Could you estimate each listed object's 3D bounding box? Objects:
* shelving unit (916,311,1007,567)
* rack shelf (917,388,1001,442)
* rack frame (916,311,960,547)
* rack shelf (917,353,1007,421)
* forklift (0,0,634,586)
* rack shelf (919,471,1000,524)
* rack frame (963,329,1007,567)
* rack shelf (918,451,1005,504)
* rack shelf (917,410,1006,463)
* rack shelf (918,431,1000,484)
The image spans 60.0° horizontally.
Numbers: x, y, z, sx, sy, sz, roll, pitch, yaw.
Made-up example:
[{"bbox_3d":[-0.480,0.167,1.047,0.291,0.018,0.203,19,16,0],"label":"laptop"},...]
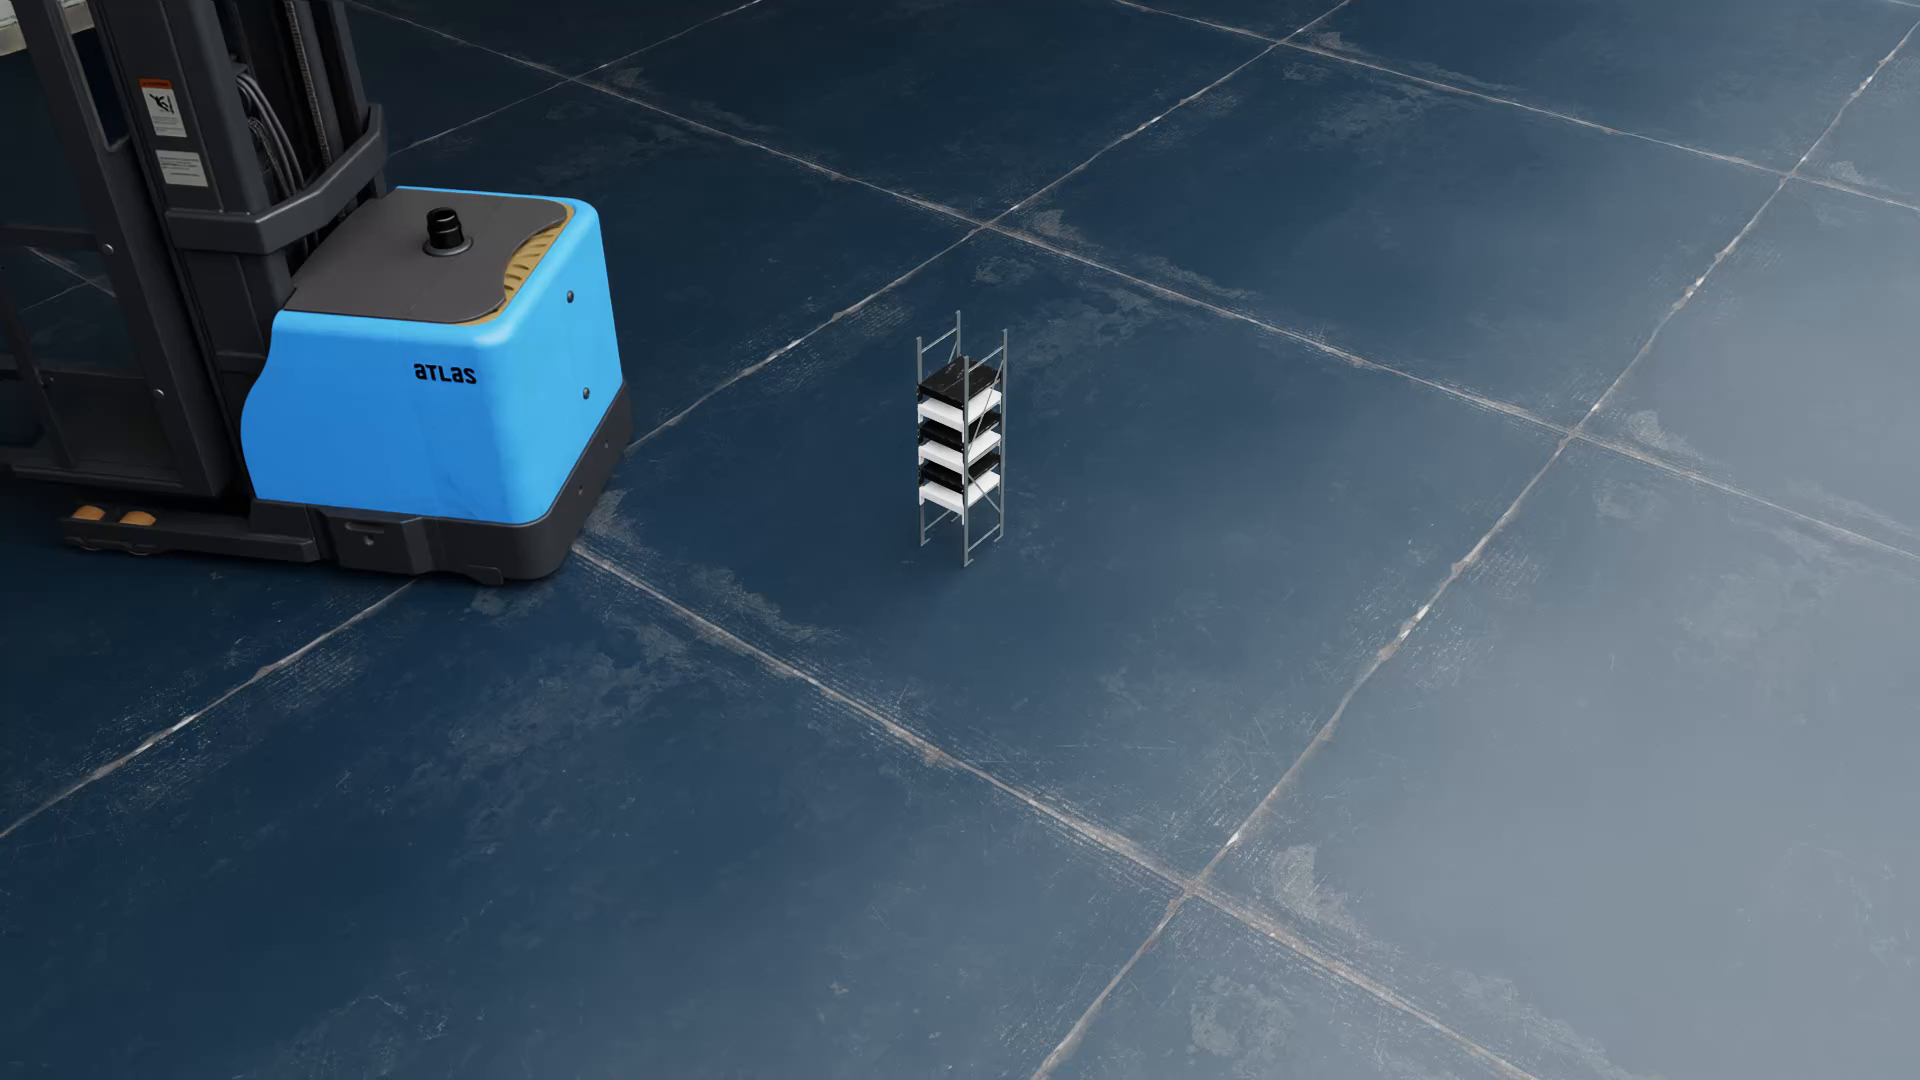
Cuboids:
[{"bbox_3d":[0.006,-0.351,5.969,0.210,0.900,0.258,25,45,29],"label":"shelving unit"},{"bbox_3d":[0.006,-0.467,5.878,0.200,0.077,0.258,25,45,29],"label":"rack shelf"},{"bbox_3d":[-0.074,-0.389,6.017,0.006,0.900,0.240,25,45,29],"label":"rack frame"},{"bbox_3d":[0.006,-0.538,5.823,0.200,0.077,0.258,25,45,29],"label":"rack shelf"},{"bbox_3d":[-2.875,-1.411,5.675,3.031,2.935,1.130,6,38,7],"label":"forklift"},{"bbox_3d":[0.006,-0.183,6.100,0.200,0.077,0.258,25,45,29],"label":"rack shelf"},{"bbox_3d":[0.087,-0.313,5.920,0.006,0.900,0.240,25,45,29],"label":"rack frame"},{"bbox_3d":[0.006,-0.254,6.045,0.200,0.077,0.258,25,45,29],"label":"rack shelf"},{"bbox_3d":[0.006,-0.396,5.934,0.200,0.077,0.258,25,45,29],"label":"rack shelf"},{"bbox_3d":[0.006,-0.325,5.989,0.200,0.077,0.258,25,45,29],"label":"rack shelf"}]
